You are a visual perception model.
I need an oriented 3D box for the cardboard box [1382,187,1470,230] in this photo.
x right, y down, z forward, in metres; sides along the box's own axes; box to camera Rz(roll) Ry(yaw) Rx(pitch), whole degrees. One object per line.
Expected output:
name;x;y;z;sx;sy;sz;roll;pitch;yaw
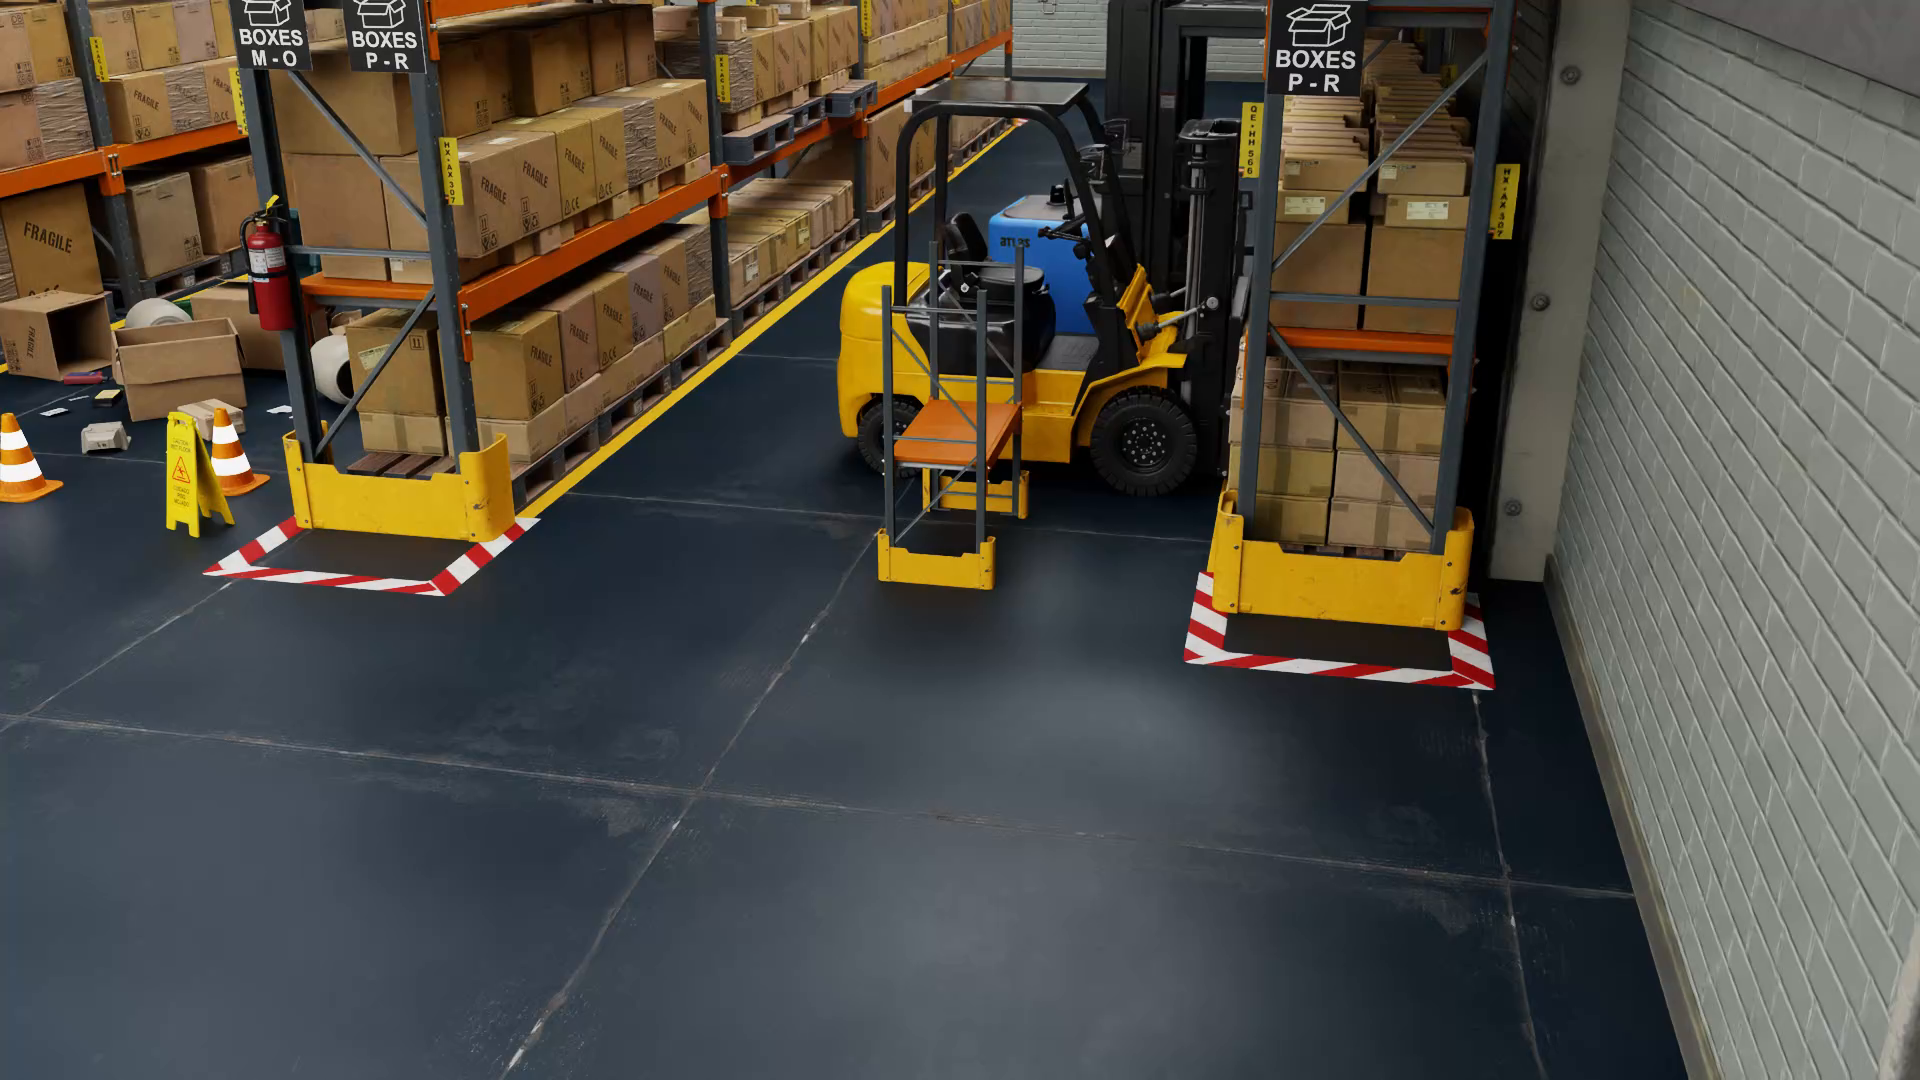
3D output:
cardboard box;2.145;-1.528;7.630;0.380;0.149;0.250;4;22;10

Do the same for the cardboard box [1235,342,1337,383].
cardboard box;1.709;-0.839;8.702;0.500;0.250;0.500;5;22;12

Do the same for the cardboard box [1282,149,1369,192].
cardboard box;1.688;-1.709;7.681;0.380;0.149;0.250;5;22;11

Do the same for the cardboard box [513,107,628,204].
cardboard box;-2.369;-2.353;10.148;0.500;0.500;0.500;4;22;10

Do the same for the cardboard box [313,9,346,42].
cardboard box;-6.374;-5.066;15.946;0.700;0.500;0.500;4;22;11

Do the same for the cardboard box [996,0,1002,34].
cardboard box;0.270;-6.972;22.017;0.500;0.500;0.500;4;22;10

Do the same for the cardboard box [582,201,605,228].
cardboard box;-2.401;-2.012;10.169;0.380;0.149;0.250;4;22;9

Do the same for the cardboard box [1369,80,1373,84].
cardboard box;3.026;-3.093;11.516;0.380;0.149;0.250;4;22;9

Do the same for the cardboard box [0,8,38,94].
cardboard box;-7.196;-3.485;11.845;0.875;0.550;0.550;4;22;11

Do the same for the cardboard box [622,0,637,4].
cardboard box;-4.684;-7.272;22.362;0.500;0.500;0.500;5;22;11

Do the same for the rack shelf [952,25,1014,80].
rack shelf;-0.182;-6.240;21.295;1.077;0.370;4.000;4;22;11

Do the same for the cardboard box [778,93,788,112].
cardboard box;-1.612;-3.554;13.437;0.380;0.149;0.250;5;22;11

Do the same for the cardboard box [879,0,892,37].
cardboard box;-0.974;-5.233;16.360;0.500;0.500;0.500;5;22;11

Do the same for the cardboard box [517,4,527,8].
cardboard box;-5.347;-6.375;19.645;0.380;0.149;0.250;5;23;13

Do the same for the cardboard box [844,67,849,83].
cardboard box;-1.226;-4.216;15.081;0.380;0.149;0.250;5;22;12

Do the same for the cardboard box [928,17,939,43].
cardboard box;-0.536;-5.641;18.377;0.500;0.250;0.500;5;22;12

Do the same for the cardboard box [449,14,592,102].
cardboard box;-2.779;-3.053;10.550;0.700;0.500;0.500;4;22;10

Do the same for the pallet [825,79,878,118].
pallet;-1.447;-4.022;15.081;1.213;0.211;1.003;4;22;11

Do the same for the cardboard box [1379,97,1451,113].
cardboard box;2.576;-2.419;9.444;0.380;0.149;0.250;4;22;10

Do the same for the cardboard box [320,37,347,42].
cardboard box;-6.101;-4.581;16.079;0.500;0.500;0.500;4;22;11

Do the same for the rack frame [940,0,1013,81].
rack frame;0.227;-7.305;22.977;1.000;3.000;0.127;4;22;11

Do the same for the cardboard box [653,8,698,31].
cardboard box;-2.221;-4.036;12.896;0.380;0.149;0.250;4;22;9

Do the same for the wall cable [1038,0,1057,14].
wall cable;1.354;-9.855;27.906;0.585;1.953;0.123;4;22;11

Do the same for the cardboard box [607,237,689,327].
cardboard box;-2.182;-1.761;11.325;0.500;0.500;0.500;5;22;12

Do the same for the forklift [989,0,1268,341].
forklift;1.761;-2.604;11.396;3.031;2.935;1.130;7;23;16

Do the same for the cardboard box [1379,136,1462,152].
cardboard box;2.226;-1.859;8.054;0.380;0.149;0.250;5;22;12

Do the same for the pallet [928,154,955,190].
pallet;-0.673;-4.261;19.150;1.003;0.211;1.213;4;22;11

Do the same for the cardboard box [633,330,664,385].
cardboard box;-2.287;-1.218;10.981;0.500;0.250;0.500;5;22;12

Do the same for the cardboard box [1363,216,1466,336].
cardboard box;2.195;-1.283;7.890;0.500;0.500;0.500;5;23;13

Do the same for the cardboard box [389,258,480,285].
cardboard box;-2.766;-1.445;8.764;0.380;0.149;0.250;5;22;11

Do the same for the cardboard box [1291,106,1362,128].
cardboard box;1.996;-2.270;9.075;0.380;0.149;0.250;5;22;12

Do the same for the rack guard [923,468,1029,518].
rack guard;0.086;-0.270;9.190;0.587;0.250;0.087;4;22;11

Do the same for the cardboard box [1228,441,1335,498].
cardboard box;1.615;-0.430;8.354;0.500;0.250;0.500;4;22;10

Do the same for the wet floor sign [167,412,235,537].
wet floor sign;-4.125;-0.374;8.917;0.267;0.644;0.232;13;25;29

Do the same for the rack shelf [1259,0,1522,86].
rack shelf;2.230;-2.866;8.902;1.077;0.370;4.000;4;22;11

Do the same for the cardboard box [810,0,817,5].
cardboard box;-1.556;-5.099;16.026;0.500;0.500;0.500;4;22;9

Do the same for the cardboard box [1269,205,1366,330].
cardboard box;1.665;-1.323;7.989;0.500;0.500;0.500;4;22;10

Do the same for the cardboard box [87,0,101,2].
cardboard box;-10.565;-6.625;19.811;0.797;0.503;0.637;5;22;12

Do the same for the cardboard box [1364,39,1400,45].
cardboard box;3.586;-4.215;14.302;0.380;0.149;0.250;5;23;13

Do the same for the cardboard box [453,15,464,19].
cardboard box;-5.667;-5.800;18.217;0.380;0.149;0.250;4;22;10

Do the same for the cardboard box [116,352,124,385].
cardboard box;-5.636;-1.220;11.526;0.396;0.266;0.258;8;23;20

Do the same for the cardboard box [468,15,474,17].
cardboard box;-5.609;-5.756;18.506;0.380;0.149;0.250;5;22;11

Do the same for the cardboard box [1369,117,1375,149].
cardboard box;2.587;-2.378;9.740;0.380;0.149;0.250;5;23;13

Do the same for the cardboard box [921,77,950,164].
cardboard box;-0.638;-4.819;19.085;0.875;0.875;0.875;5;23;13

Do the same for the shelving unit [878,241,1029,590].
shelving unit;-0.016;-0.668;8.504;0.587;1.500;1.083;4;22;11

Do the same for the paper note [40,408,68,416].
paper note;-5.931;-0.845;10.912;0.144;0.017;0.142;13;25;29

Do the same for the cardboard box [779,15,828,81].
cardboard box;-1.423;-4.196;14.164;0.500;0.500;0.500;3;22;7

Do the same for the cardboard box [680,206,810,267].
cardboard box;-1.834;-2.602;14.254;0.950;0.372;0.625;5;23;13

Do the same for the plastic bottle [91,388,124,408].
plastic bottle;-5.708;-0.960;11.155;0.133;0.061;0.283;-3;22;-8

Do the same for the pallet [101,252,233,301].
pallet;-7.005;-2.251;14.161;1.003;0.211;1.213;4;22;11

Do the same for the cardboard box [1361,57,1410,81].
cardboard box;3.291;-3.652;12.905;0.380;0.149;0.250;5;22;12

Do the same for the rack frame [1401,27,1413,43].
rack frame;3.454;-4.002;14.776;1.000;3.000;0.127;4;22;11

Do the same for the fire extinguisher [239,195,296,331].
fire extinguisher;-3.513;-1.411;8.445;0.296;0.674;0.183;4;22;11

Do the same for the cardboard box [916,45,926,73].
cardboard box;-0.661;-5.220;18.001;0.500;0.250;0.500;4;22;9

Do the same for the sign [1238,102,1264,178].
sign;1.293;-1.770;7.366;0.100;0.325;0.005;4;22;11

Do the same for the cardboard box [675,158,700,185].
cardboard box;-2.033;-2.567;11.549;0.380;0.149;0.250;5;22;12
